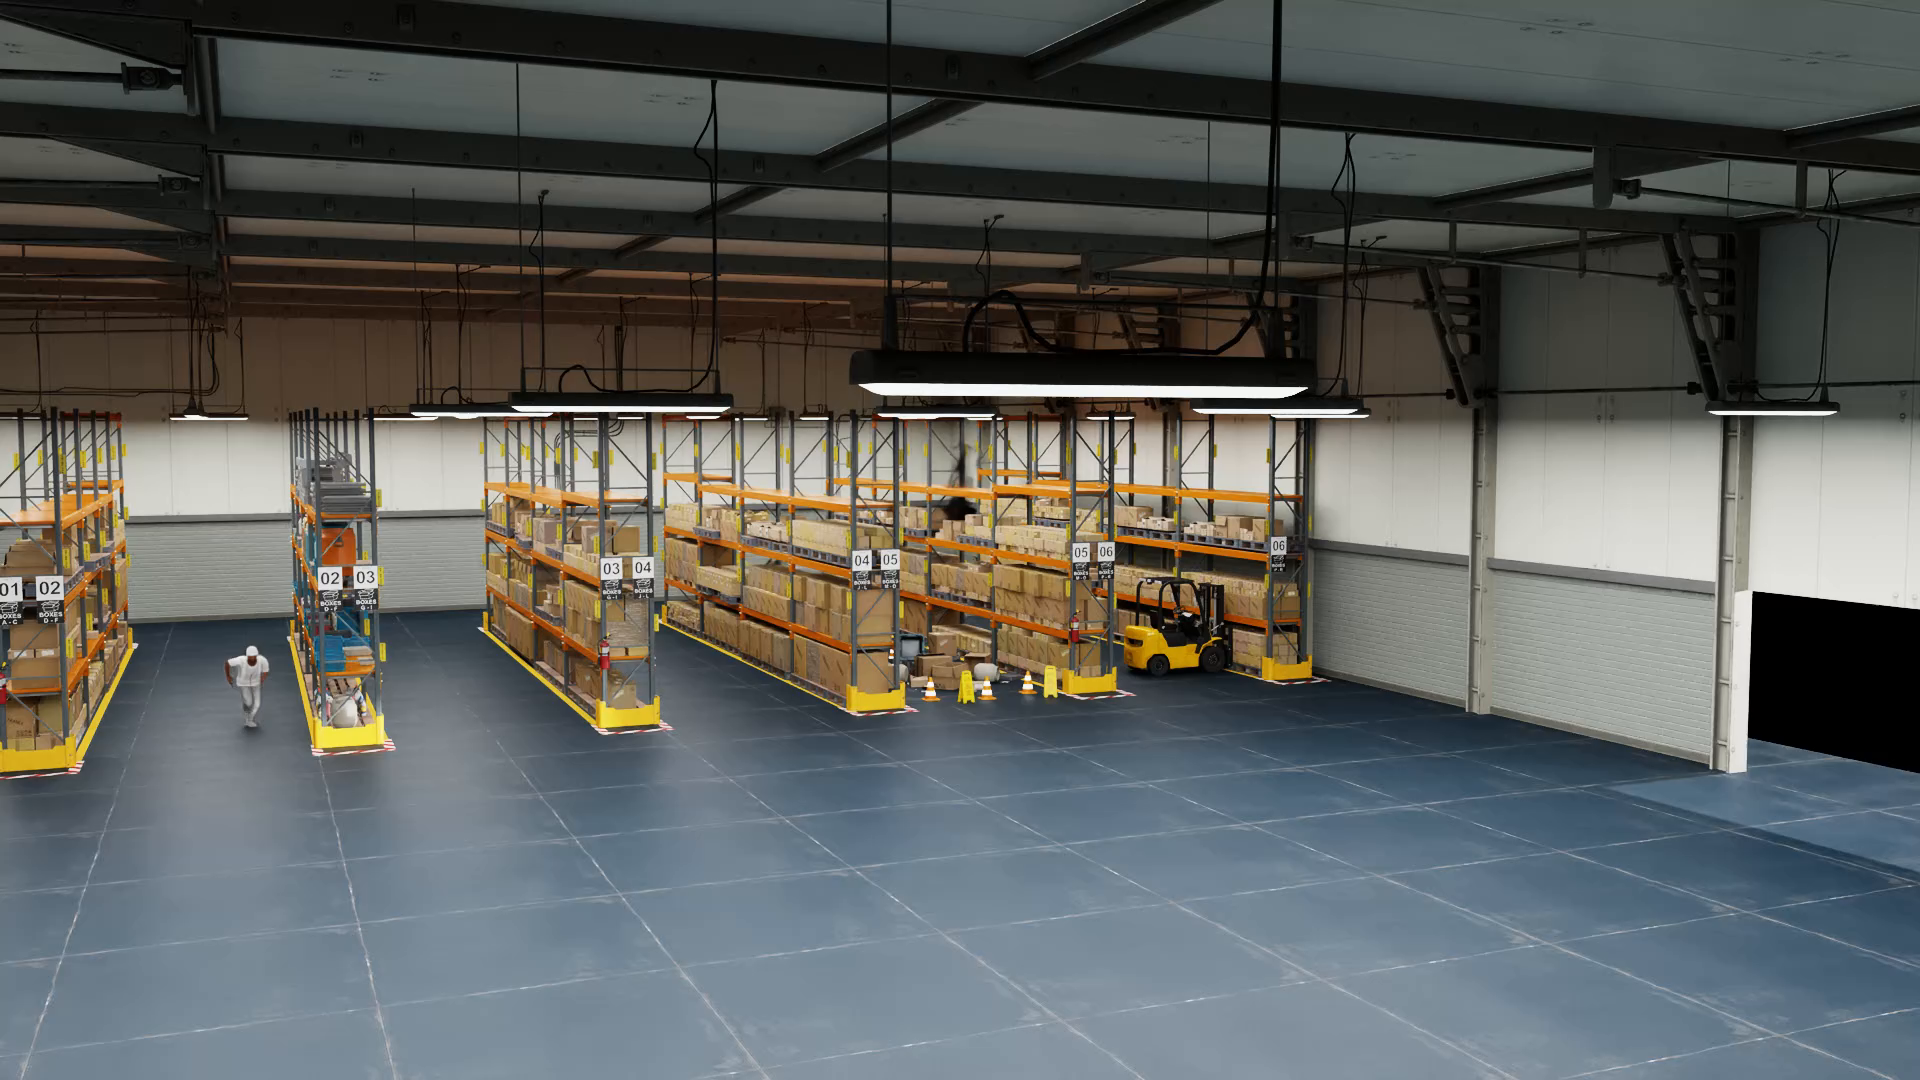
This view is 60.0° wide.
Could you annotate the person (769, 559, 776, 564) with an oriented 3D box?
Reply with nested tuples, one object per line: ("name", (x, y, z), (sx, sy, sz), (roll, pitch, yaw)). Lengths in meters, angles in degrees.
("person", (-5.650, 1.398, 50.289), (0.718, 1.689, 0.580), (-2, 4, -22))

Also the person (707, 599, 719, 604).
("person", (-7.279, 1.443, 49.057), (0.825, 1.754, 0.743), (2, 4, 23))

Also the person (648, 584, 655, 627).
("person", (-8.748, 1.655, 46.098), (0.660, 1.673, 0.627), (-2, 4, -23))

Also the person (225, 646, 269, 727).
("person", (-13.341, 2.753, 31.151), (0.734, 1.577, 0.830), (-3, 5, -34))
